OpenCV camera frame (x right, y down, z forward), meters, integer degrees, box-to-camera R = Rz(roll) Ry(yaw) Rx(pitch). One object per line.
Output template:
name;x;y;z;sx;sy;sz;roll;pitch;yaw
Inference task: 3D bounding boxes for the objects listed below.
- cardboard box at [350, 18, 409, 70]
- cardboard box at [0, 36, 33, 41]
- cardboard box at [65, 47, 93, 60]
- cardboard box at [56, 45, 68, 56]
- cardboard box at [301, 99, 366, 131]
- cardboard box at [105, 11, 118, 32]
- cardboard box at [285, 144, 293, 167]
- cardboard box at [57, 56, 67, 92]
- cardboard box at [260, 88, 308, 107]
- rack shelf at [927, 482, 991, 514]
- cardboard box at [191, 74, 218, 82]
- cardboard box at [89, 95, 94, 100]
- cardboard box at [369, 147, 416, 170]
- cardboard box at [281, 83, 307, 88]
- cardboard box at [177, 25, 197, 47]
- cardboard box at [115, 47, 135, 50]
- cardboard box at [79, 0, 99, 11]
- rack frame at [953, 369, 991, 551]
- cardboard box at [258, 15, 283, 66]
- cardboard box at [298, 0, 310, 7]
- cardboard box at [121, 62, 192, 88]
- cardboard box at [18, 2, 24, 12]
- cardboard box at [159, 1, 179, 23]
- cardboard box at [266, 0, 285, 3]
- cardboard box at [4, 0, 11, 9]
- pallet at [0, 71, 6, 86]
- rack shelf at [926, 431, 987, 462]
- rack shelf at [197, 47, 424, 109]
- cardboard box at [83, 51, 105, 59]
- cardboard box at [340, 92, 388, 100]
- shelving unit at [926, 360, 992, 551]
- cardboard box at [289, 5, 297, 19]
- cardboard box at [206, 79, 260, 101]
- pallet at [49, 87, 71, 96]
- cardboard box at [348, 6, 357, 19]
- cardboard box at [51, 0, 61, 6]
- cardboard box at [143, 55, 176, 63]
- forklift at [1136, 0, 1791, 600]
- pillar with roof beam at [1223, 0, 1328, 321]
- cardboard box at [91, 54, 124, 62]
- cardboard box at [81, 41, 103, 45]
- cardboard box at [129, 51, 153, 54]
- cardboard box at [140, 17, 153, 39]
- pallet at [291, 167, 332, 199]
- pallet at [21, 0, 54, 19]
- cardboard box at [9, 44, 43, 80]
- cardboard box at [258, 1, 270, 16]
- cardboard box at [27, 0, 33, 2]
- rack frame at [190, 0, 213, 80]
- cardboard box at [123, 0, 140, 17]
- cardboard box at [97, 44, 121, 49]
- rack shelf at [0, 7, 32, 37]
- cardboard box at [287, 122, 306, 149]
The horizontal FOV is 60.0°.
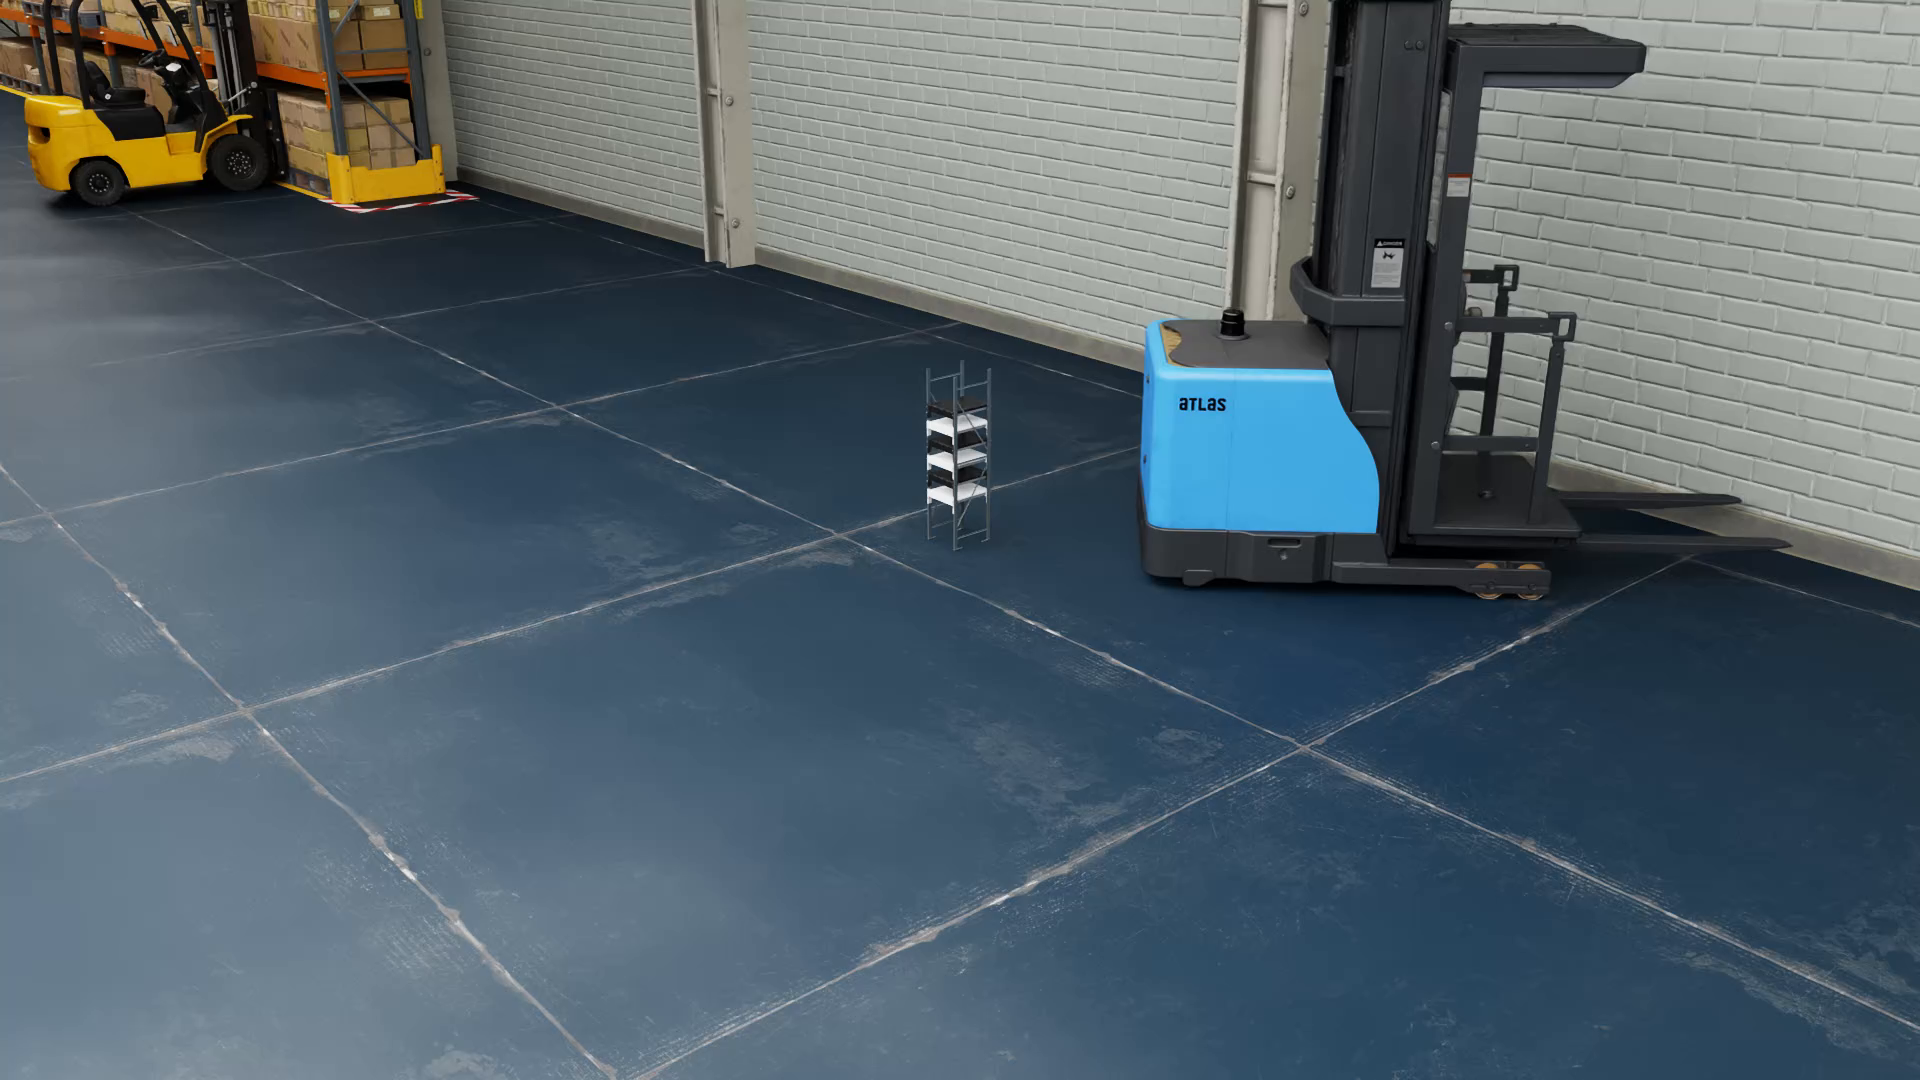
cardboard box;-6.289;-5.370;17.944;0.500;0.500;0.500;-16;27;-36
cardboard box;-16.292;-8.382;28.620;0.797;0.503;0.637;-19;28;-39
cardboard box;-13.237;-7.330;25.049;0.380;0.149;0.250;-18;27;-38
cardboard box;-13.737;-7.549;25.607;0.380;0.149;0.250;-18;28;-39
cardboard box;-6.713;-4.554;17.822;0.500;0.250;0.500;-16;27;-36
cardboard box;-11.293;-7.080;22.653;0.500;0.250;0.500;-17;27;-37
cardboard box;-7.359;-4.370;18.723;0.500;0.250;0.500;-17;27;-37
cardboard box;-13.509;-7.135;25.441;0.500;0.500;0.500;-18;28;-38
cardboard box;-7.712;-4.973;18.890;0.500;0.250;0.500;-18;28;-38
rack shelf;-0.005;-0.223;8.403;0.258;0.077;0.200;-17;27;-37
cardboard box;-9.637;-5.673;21.535;0.875;0.625;0.625;-18;28;-38
cardboard box;-12.499;-6.713;24.361;0.500;0.500;0.500;-16;27;-35
cardboard box;-6.348;-4.218;18.334;0.500;0.250;0.500;-17;27;-37
cardboard box;-7.657;-5.237;19.565;0.500;0.250;0.500;-17;27;-37
cardboard box;-9.314;-6.233;20.489;0.500;0.250;0.500;-17;27;-36
cardboard box;-12.531;-7.312;25.001;0.380;0.149;0.250;-19;28;-39
cardboard box;-12.117;-7.499;23.287;0.380;0.149;0.250;-17;27;-36
rack frame;0.061;-0.393;8.254;0.240;0.900;0.006;-17;27;-37
cardboard box;-7.362;-5.527;18.346;0.500;0.500;0.500;-18;28;-38
cardboard box;-6.754;-5.717;17.533;0.380;0.149;0.250;-17;27;-37
cardboard box;-11.001;-6.245;22.995;0.875;0.625;0.625;-16;27;-36
cardboard box;-14.595;-8.414;26.197;0.380;0.149;0.250;-17;27;-36
cardboard box;-9.642;-6.604;20.751;0.500;0.250;0.500;-18;28;-39
cardboard box;-7.305;-5.915;18.038;0.380;0.149;0.250;-17;27;-36
cardboard box;-15.121;-8.622;26.730;0.380;0.149;0.250;-18;28;-38
pallet;-16.049;-8.001;28.624;1.003;0.211;1.213;-17;27;-37
rack shelf;-0.005;-0.474;8.305;0.258;0.077;0.200;-17;27;-37
rack shelf;-7.481;-5.338;18.986;1.077;0.370;4.000;-17;27;-37
cardboard box;-12.756;-7.113;24.495;0.380;0.149;0.250;-19;28;-40
cardboard box;-6.675;-4.816;18.491;0.500;0.250;0.500;-17;27;-37
shelving unit;-0.005;-0.421;8.326;0.258;0.900;0.210;-17;27;-37
cardboard box;-6.927;-5.648;17.764;0.380;0.149;0.250;-17;27;-36
cardboard box;-8.709;-5.398;19.976;0.500;0.250;0.500;-18;28;-38
pallet;-13.449;-6.922;25.867;1.003;0.211;1.213;-17;27;-37
cardboard box;-6.410;-5.677;17.840;0.380;0.149;0.250;-17;27;-37
cardboard box;-13.012;-8.131;24.418;0.700;0.500;0.500;-18;27;-38
cardboard box;-11.502;-6.883;23.906;0.380;0.149;0.250;-16;26;-35
forklift;2.412;-1.283;7.741;3.031;2.935;1.130;1;21;3
pillar with roof beam;-1.376;-3.980;6.308;9.100;9.000;0.400;-17;27;-37
cardboard box;-12.252;-6.892;23.929;0.380;0.149;0.250;-19;28;-39
cardboard box;-13.550;-7.736;26.086;0.380;0.149;0.250;-19;28;-39
cardboard box;-11.985;-7.109;24.484;0.380;0.149;0.250;-19;28;-40
cardboard box;-10.290;-6.656;21.569;0.500;0.250;0.500;-16;27;-36
pallet;-6.707;-4.023;18.467;1.003;0.211;1.213;-17;27;-37
pallet;-13.570;-8.100;25.314;1.003;0.211;1.213;-17;27;-37
cardboard box;-15.086;-7.849;27.262;0.700;0.500;0.500;-19;28;-39
cardboard box;-7.470;-5.847;18.272;0.380;0.149;0.250;-17;27;-37
cardboard box;-13.863;-8.491;25.337;0.700;0.500;0.500;-17;27;-36
rack frame;-8.787;-6.225;20.266;1.000;3.000;0.127;-17;27;-37
cardboard box;-10.639;-7.025;21.828;0.500;0.250;0.500;-18;28;-39
cardboard box;-13.022;-7.535;25.572;0.380;0.149;0.250;-19;28;-40
rack shelf;-15.314;-8.653;27.451;1.077;0.370;4.000;-17;27;-37
cardboard box;-7.050;-4.470;18.291;0.500;0.250;0.500;-18;28;-38
